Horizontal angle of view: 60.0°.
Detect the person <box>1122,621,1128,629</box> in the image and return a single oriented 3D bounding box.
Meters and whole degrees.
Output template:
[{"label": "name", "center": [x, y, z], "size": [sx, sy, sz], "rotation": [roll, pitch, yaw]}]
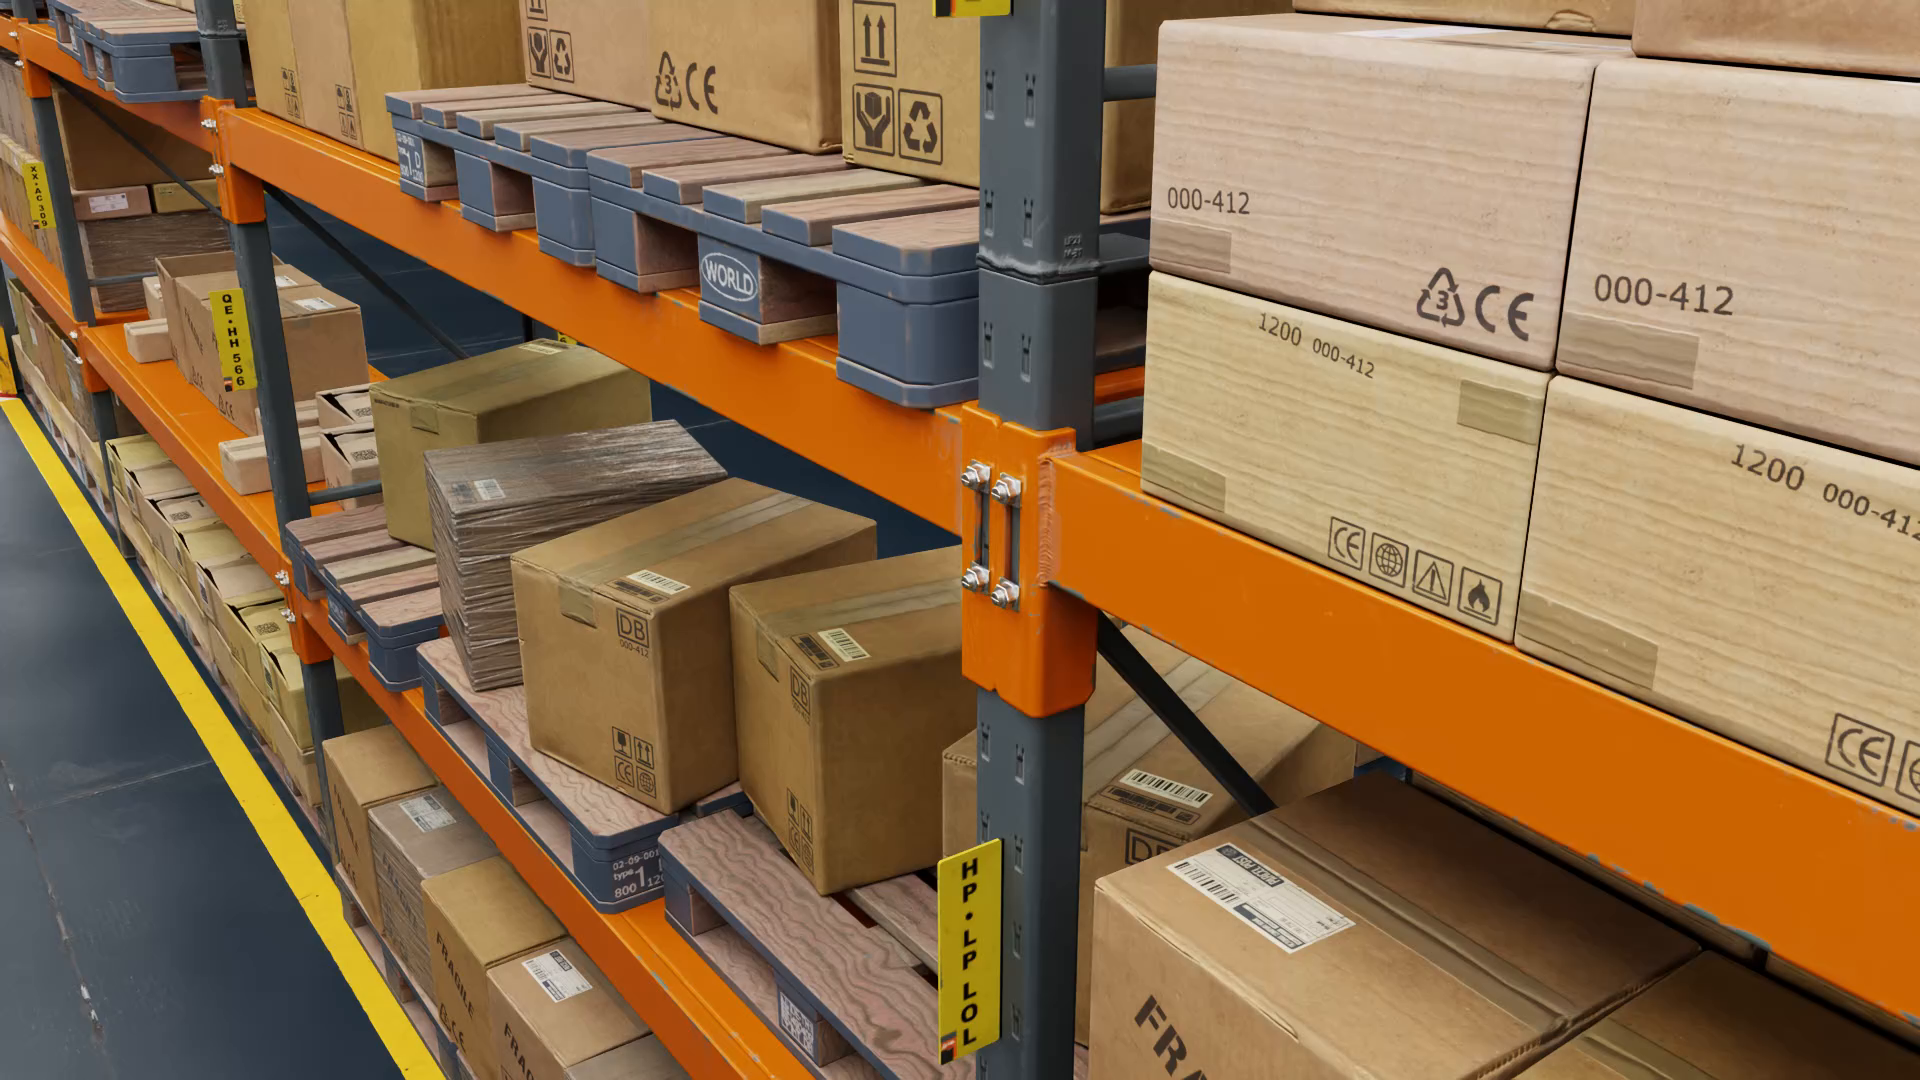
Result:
[{"label": "person", "center": [0.590, -0.054, 7.231], "size": [0.759, 1.656, 0.568], "rotation": [1, 22, 3]}]
